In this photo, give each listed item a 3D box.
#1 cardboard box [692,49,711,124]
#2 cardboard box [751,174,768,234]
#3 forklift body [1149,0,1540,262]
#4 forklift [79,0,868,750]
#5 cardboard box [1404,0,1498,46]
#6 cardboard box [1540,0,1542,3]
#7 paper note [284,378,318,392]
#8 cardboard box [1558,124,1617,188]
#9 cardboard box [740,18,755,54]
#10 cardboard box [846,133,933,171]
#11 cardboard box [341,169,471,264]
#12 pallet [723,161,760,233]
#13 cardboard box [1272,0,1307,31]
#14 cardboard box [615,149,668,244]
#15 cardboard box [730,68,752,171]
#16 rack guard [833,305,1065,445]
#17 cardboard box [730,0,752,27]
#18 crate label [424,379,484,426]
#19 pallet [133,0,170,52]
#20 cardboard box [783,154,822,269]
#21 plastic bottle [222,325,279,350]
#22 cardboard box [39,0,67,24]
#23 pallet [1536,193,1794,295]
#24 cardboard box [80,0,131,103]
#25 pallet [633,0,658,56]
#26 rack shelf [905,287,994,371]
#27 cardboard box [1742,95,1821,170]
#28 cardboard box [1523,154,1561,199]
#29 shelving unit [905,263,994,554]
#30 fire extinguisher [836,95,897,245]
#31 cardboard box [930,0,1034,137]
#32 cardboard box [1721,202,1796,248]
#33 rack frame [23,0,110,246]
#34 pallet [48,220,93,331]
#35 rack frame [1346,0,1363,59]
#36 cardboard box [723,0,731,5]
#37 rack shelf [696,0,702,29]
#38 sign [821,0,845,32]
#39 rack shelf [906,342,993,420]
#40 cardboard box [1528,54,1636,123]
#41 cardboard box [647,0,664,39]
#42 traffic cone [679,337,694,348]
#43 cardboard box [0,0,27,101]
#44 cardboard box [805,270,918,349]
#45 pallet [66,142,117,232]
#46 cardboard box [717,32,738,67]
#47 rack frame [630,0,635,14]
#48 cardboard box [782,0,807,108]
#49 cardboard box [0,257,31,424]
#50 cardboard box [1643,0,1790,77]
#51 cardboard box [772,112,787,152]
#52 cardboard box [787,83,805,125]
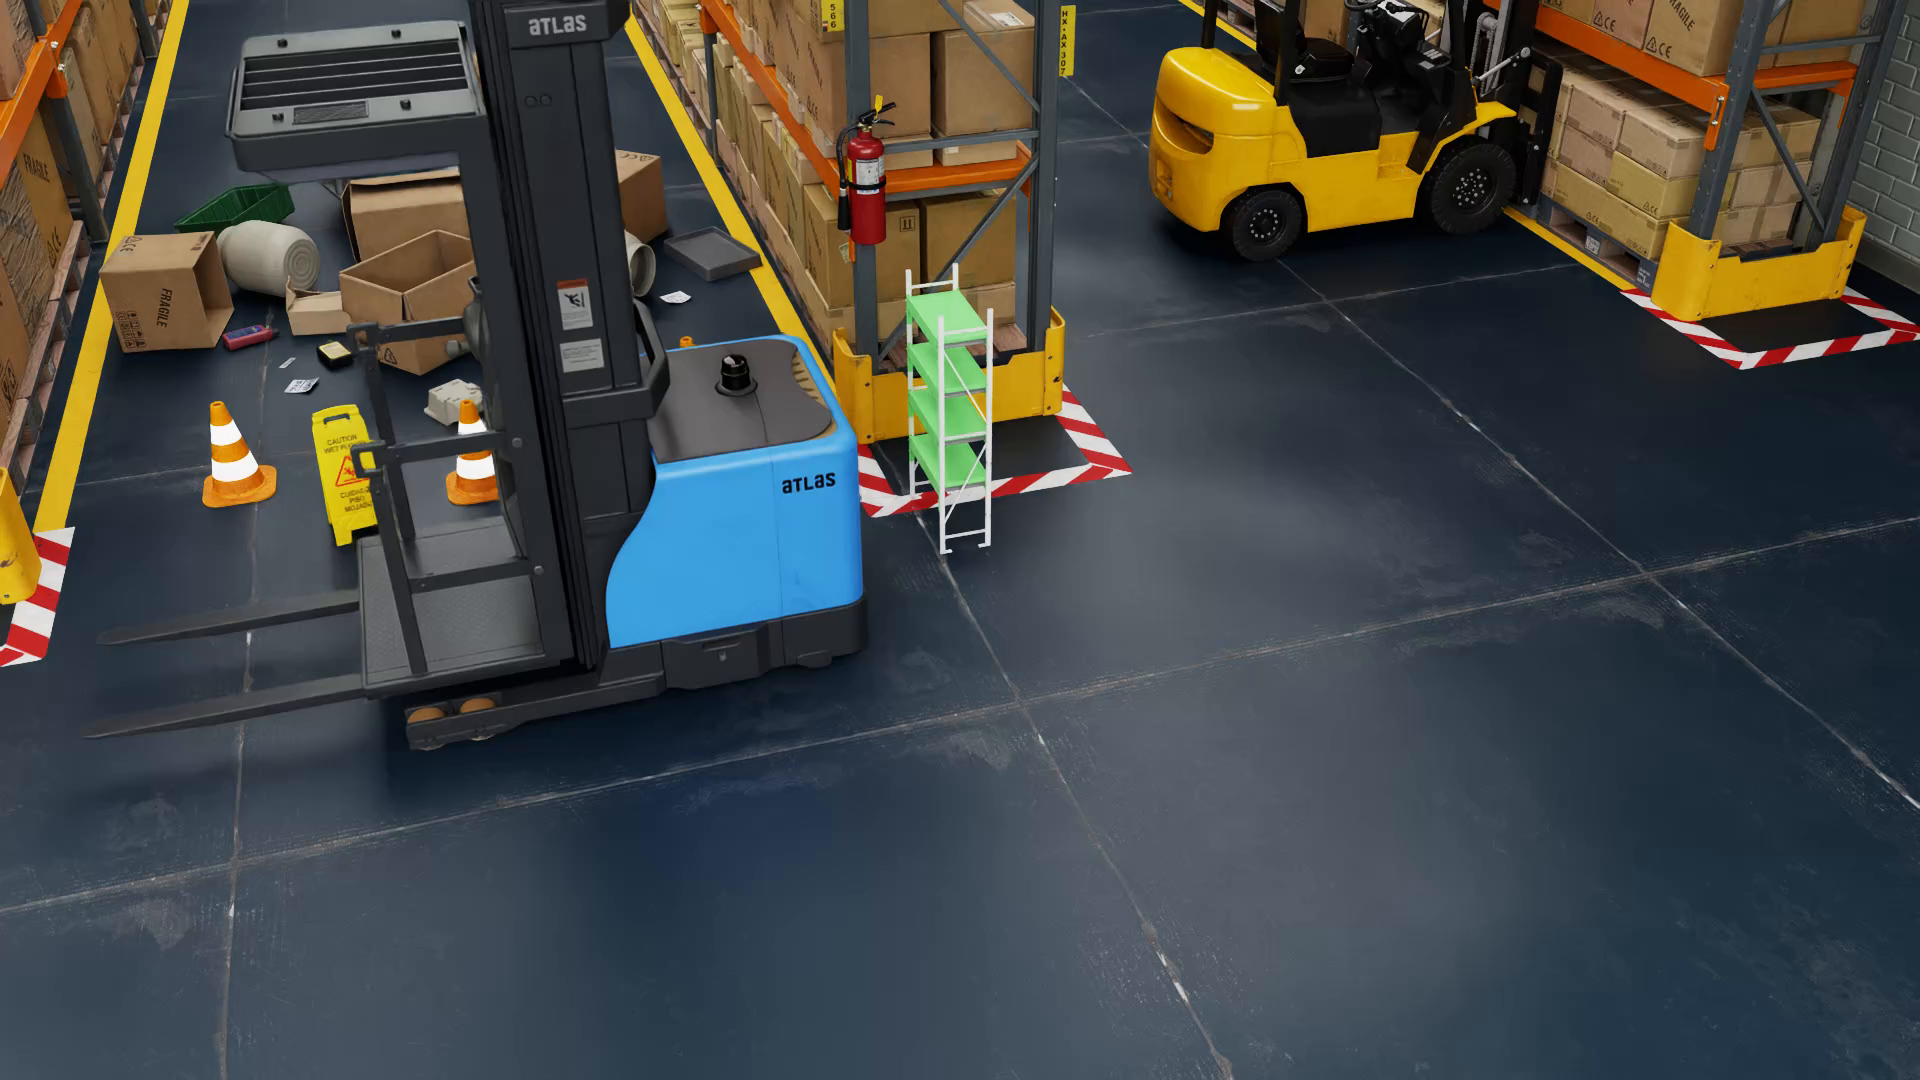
[{"bbox_3d":[-1.412,-3.332,12.074,0.950,0.372,0.625,-10,35,-14],"label":"cardboard box"},{"bbox_3d":[-0.989,-2.094,10.312,0.500,0.250,0.500,-10,35,-15],"label":"cardboard box"},{"bbox_3d":[2.381,-3.049,10.413,2.313,2.155,1.214,-10,35,-15],"label":"forklift body"},{"bbox_3d":[-1.960,-0.728,6.193,3.031,2.935,1.130,-10,35,-15],"label":"forklift"},{"bbox_3d":[3.471,-3.683,11.809,0.500,0.250,0.500,-10,35,-15],"label":"cardboard box"},{"bbox_3d":[3.826,-3.775,10.652,0.500,0.500,0.500,-10,35,-14],"label":"cardboard box"},{"bbox_3d":[-3.562,-0.840,8.995,0.144,0.017,0.142,1,33,2],"label":"paper note"},{"bbox_3d":[4.108,-2.419,10.350,0.500,0.250,0.500,-10,35,-15],"label":"cardboard box"},{"bbox_3d":[-1.078,-2.980,9.767,0.380,0.149,0.250,-10,35,-15],"label":"cardboard box"},{"bbox_3d":[-0.347,-1.933,8.183,0.380,0.149,0.250,-9,34,-13],"label":"cardboard box"},{"bbox_3d":[-3.270,-1.879,10.014,0.797,0.637,0.503,-10,35,-15],"label":"cardboard box"},{"bbox_3d":[-1.011,-2.468,11.293,1.003,0.211,1.213,-10,35,-15],"label":"pallet"},{"bbox_3d":[3.077,-4.680,13.884,0.875,0.625,0.625,-10,35,-15],"label":"cardboard box"},{"bbox_3d":[-2.219,-2.145,10.540,0.500,0.500,0.500,13,36,18],"label":"cardboard box"},{"bbox_3d":[-1.152,-2.684,10.525,0.500,0.500,0.500,-9,34,-13],"label":"cardboard box"},{"bbox_3d":[-0.053,-0.875,8.620,1.175,0.500,0.348,-10,35,-15],"label":"rack guard"},{"bbox_3d":[-1.065,-3.340,9.724,0.500,0.500,0.500,-10,35,-15],"label":"cardboard box"},{"bbox_3d":[-2.642,-0.729,8.730,0.298,0.136,0.250,27,42,34],"label":"crate label"},{"bbox_3d":[-7.390,-4.440,14.277,1.003,0.211,1.213,-10,35,-15],"label":"pallet"},{"bbox_3d":[-0.685,-1.869,9.290,0.500,0.500,0.500,-9,34,-13],"label":"cardboard box"},{"bbox_3d":[-4.028,-1.160,9.451,0.283,0.061,0.133,-23,40,-31],"label":"plastic bottle"},{"bbox_3d":[-5.837,-3.455,10.168,0.500,0.500,0.500,-10,35,-14],"label":"cardboard box"},{"bbox_3d":[4.423,-1.945,10.503,1.003,0.211,1.213,-10,35,-15],"label":"pallet"},{"bbox_3d":[-6.783,-3.636,12.191,1.050,0.750,0.750,-9,35,-14],"label":"cardboard box"},{"bbox_3d":[-2.233,-4.504,14.375,1.003,0.211,1.213,-10,35,-15],"label":"pallet"},{"bbox_3d":[-0.050,-0.935,7.321,0.258,0.148,0.480,-10,35,-15],"label":"rack shelf"},{"bbox_3d":[4.730,-2.444,9.934,0.500,0.250,0.500,-11,35,-15],"label":"cardboard box"},{"bbox_3d":[3.966,-2.463,10.869,0.500,0.250,0.500,-10,35,-14],"label":"cardboard box"},{"bbox_3d":[-0.050,-0.587,7.551,0.258,1.200,0.503,-10,35,-15],"label":"shelving unit"},{"bbox_3d":[-0.434,-1.708,7.684,0.296,0.674,0.183,-10,35,-15],"label":"fire extinguisher"},{"bbox_3d":[0.090,-2.339,8.208,0.500,0.500,0.500,-11,35,-15],"label":"cardboard box"},{"bbox_3d":[4.733,-2.033,10.219,0.500,0.250,0.500,-10,35,-15],"label":"cardboard box"},{"bbox_3d":[-5.933,-3.092,9.709,1.000,3.000,0.127,-10,35,-15],"label":"rack frame"},{"bbox_3d":[-5.776,-1.517,9.854,1.003,0.211,1.213,-10,35,-15],"label":"pallet"},{"bbox_3d":[3.476,-4.814,12.315,1.000,3.000,0.127,-10,35,-15],"label":"rack frame"},{"bbox_3d":[-1.333,-3.530,10.599,0.380,0.149,0.250,-9,35,-13],"label":"cardboard box"},{"bbox_3d":[-1.860,-4.728,12.836,1.077,0.370,4.000,-10,35,-15],"label":"rack shelf"},{"bbox_3d":[-0.564,-2.410,7.339,0.100,0.325,0.005,-10,35,-15],"label":"sign"},{"bbox_3d":[-0.050,-0.734,7.454,0.258,0.148,0.480,-10,35,-15],"label":"rack shelf"},{"bbox_3d":[3.934,-2.879,10.593,0.500,0.250,0.500,-10,35,-14],"label":"cardboard box"},{"bbox_3d":[-2.074,-4.472,13.800,0.950,0.372,0.625,-11,35,-16],"label":"cardboard box"},{"bbox_3d":[-1.389,-0.828,8.583,0.336,0.463,0.334,-10,35,-15],"label":"traffic cone"},{"bbox_3d":[-5.620,-2.678,8.946,0.875,0.550,0.550,-10,35,-15],"label":"cardboard box"},{"bbox_3d":[-0.540,-1.297,9.106,0.500,0.250,0.500,-10,35,-15],"label":"cardboard box"},{"bbox_3d":[-6.240,-2.321,11.072,1.003,0.211,1.213,-10,35,-15],"label":"pallet"},{"bbox_3d":[-1.346,-3.158,10.654,0.380,0.149,0.250,-10,35,-14],"label":"cardboard box"},{"bbox_3d":[-2.470,-6.078,14.227,1.000,3.000,0.127,-10,35,-15],"label":"rack frame"},{"bbox_3d":[-0.606,-2.546,8.521,0.500,0.500,0.500,-10,35,-15],"label":"cardboard box"},{"bbox_3d":[-5.253,-1.087,8.221,0.875,0.875,0.875,-11,35,-15],"label":"cardboard box"},{"bbox_3d":[4.296,-2.970,9.434,0.500,0.500,0.500,-11,35,-16],"label":"cardboard box"},{"bbox_3d":[-0.851,-2.319,9.383,0.380,0.149,0.250,-9,34,-13],"label":"cardboard box"},{"bbox_3d":[-0.695,-2.316,8.762,0.380,0.149,0.250,-9,35,-14],"label":"cardboard box"}]
